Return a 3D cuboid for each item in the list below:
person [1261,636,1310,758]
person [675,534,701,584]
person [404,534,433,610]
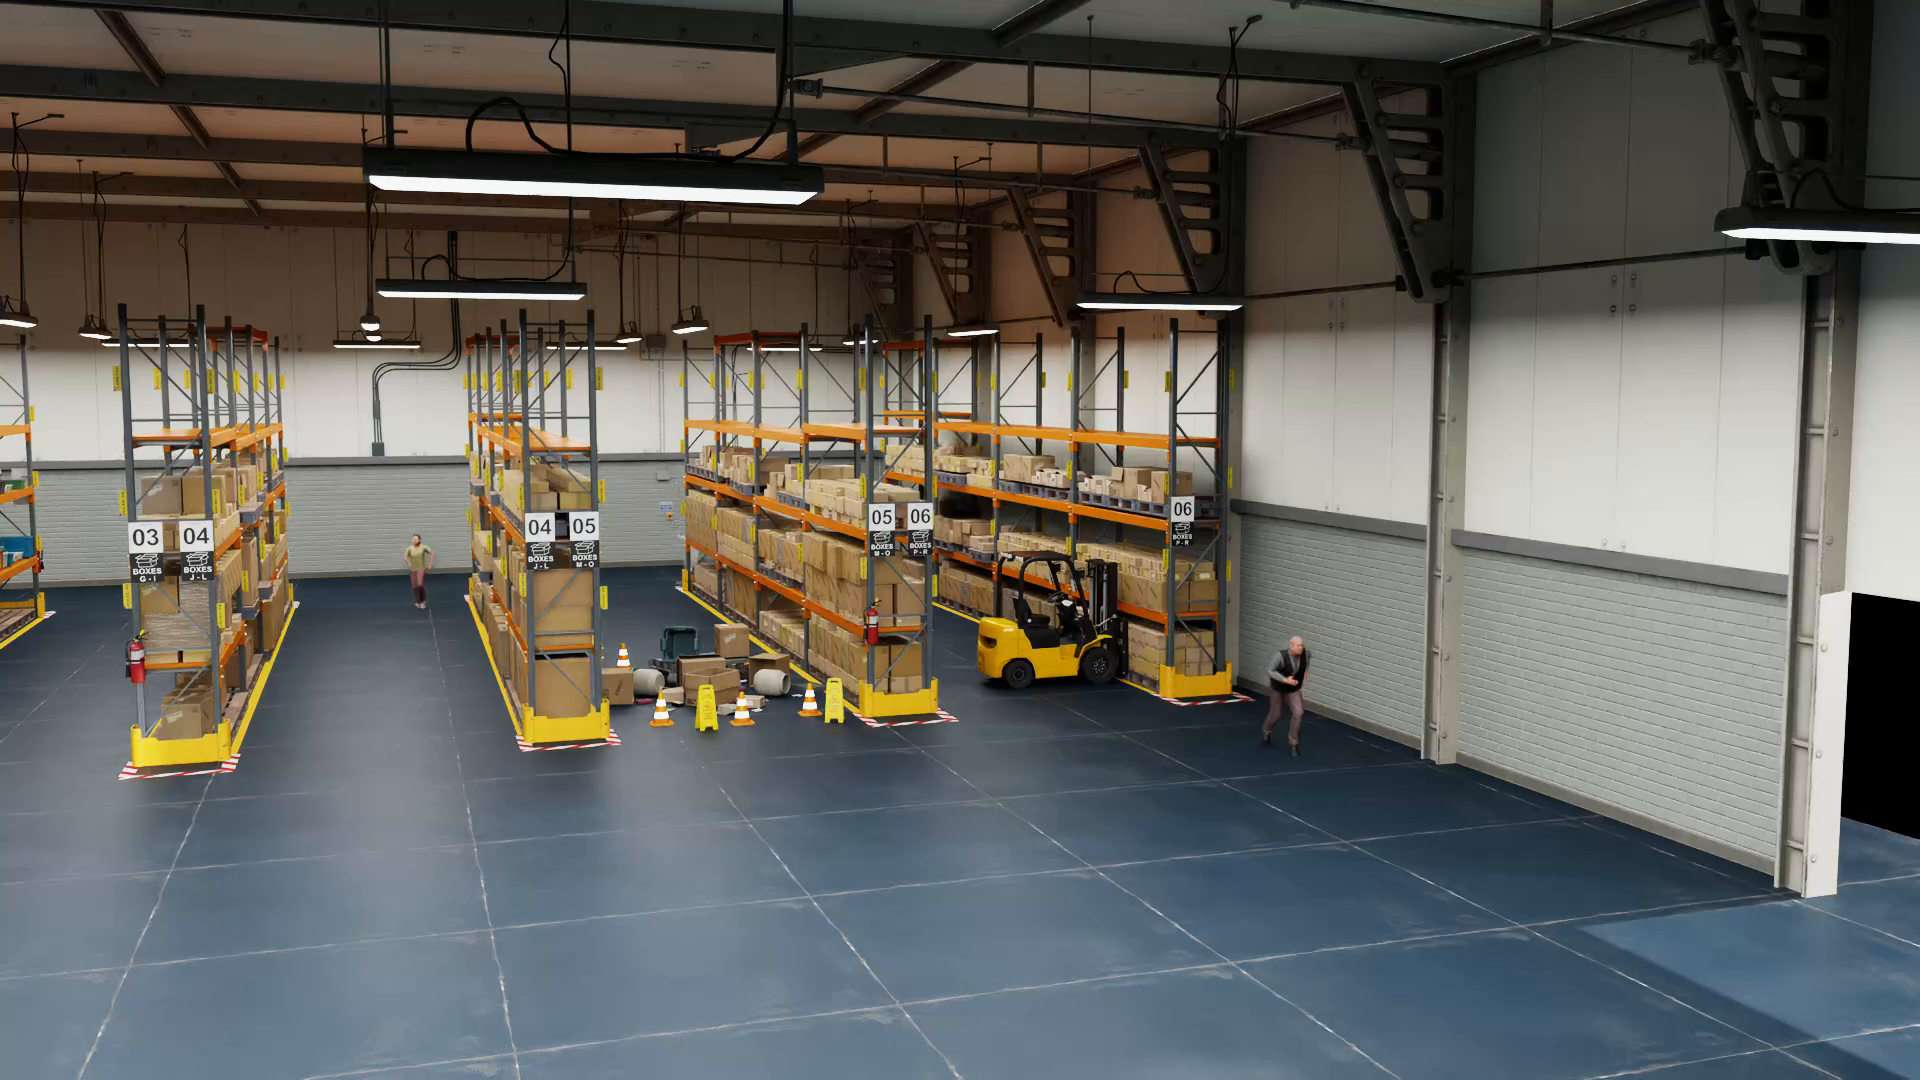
[{"bbox_3d":[4.391,2.082,22.539,0.702,1.682,0.989,-2,6,-18],"label":"person"},{"bbox_3d":[-6.545,0.211,40.967,0.954,1.771,0.660,-1,6,-14],"label":"person"},{"bbox_3d":[-11.951,0.708,36.690,0.594,1.703,0.682,-1,5,-6],"label":"person"}]
